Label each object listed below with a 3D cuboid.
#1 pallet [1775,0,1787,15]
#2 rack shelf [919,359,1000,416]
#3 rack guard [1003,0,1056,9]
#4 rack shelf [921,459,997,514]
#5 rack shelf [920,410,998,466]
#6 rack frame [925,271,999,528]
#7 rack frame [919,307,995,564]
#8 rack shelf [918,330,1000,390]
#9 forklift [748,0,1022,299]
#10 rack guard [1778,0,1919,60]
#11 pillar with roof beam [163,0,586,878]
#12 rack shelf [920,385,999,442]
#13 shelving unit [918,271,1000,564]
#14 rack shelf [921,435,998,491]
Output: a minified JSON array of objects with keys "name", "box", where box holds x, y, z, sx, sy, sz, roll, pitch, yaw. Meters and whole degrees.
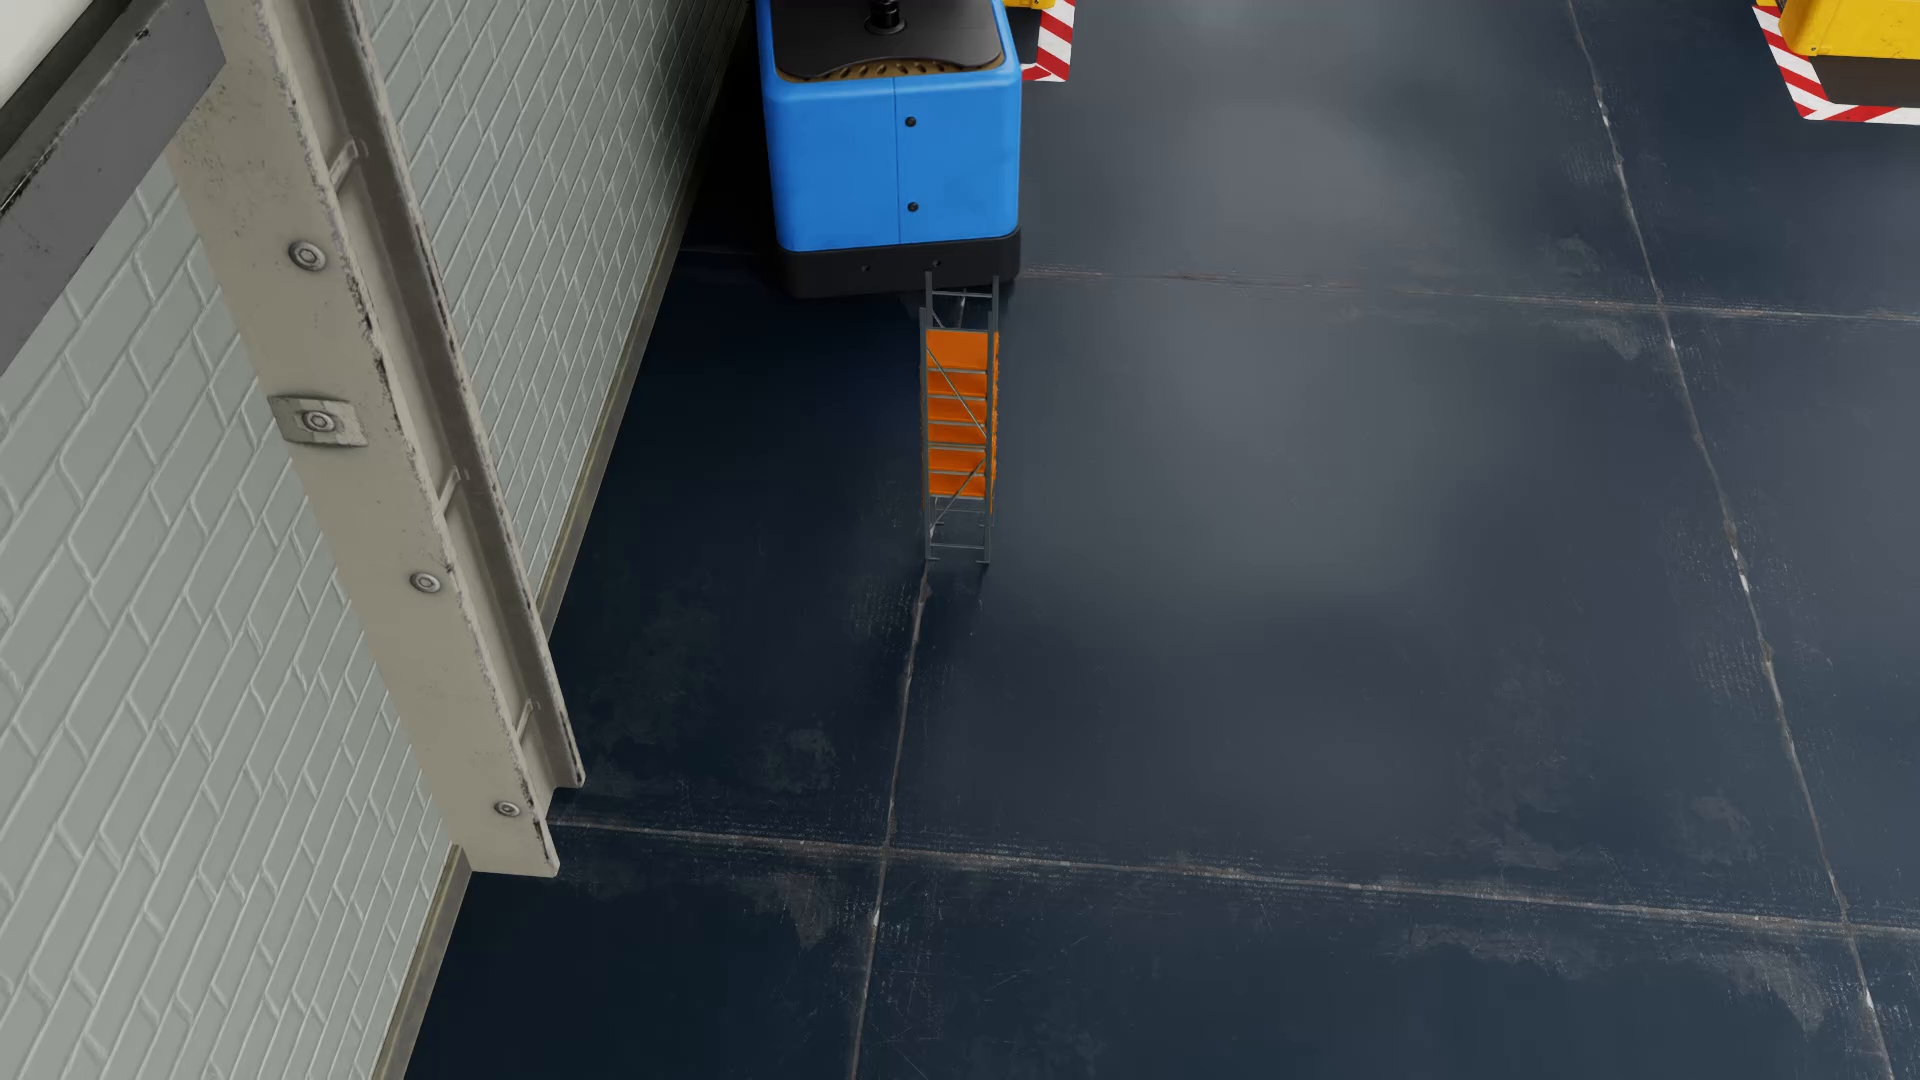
[{"name":"pallet","box":[4.889,-3.229,9.060,1.003,0.211,1.213,4,48,4]},{"name":"rack shelf","box":[-0.001,-0.526,5.653,0.258,0.103,0.180,4,48,4]},{"name":"rack guard","box":[-0.066,-3.148,8.790,1.175,0.500,0.348,4,48,4]},{"name":"rack shelf","box":[-0.001,-0.202,6.007,0.258,0.103,0.180,4,48,4]},{"name":"rack shelf","box":[-0.001,-0.364,5.830,0.258,0.103,0.180,4,48,4]},{"name":"rack frame","box":[0.007,-0.462,5.859,0.240,1.200,0.006,4,48,4]},{"name":"rack frame","box":[-0.010,-0.327,5.736,0.240,1.200,0.006,4,48,4]},{"name":"rack shelf","box":[-0.001,-0.607,5.565,0.258,0.103,0.180,4,48,4]},{"name":"forklift","box":[-0.434,-3.115,7.113,1.130,2.935,3.031,-5,48,-5]},{"name":"rack guard","box":[4.859,-2.744,8.421,1.175,0.500,0.348,4,48,4]},{"name":"pillar with roof beam","box":[2.870,-1.834,1.829,9.100,9.000,0.400,4,48,4]},{"name":"rack shelf","box":[-0.001,-0.445,5.742,0.258,0.103,0.180,4,48,4]},{"name":"shelving unit","box":[-0.001,-0.394,5.798,0.258,1.200,0.189,4,48,4]},{"name":"rack shelf","box":[-0.001,-0.283,5.919,0.258,0.103,0.180,4,48,4]}]
